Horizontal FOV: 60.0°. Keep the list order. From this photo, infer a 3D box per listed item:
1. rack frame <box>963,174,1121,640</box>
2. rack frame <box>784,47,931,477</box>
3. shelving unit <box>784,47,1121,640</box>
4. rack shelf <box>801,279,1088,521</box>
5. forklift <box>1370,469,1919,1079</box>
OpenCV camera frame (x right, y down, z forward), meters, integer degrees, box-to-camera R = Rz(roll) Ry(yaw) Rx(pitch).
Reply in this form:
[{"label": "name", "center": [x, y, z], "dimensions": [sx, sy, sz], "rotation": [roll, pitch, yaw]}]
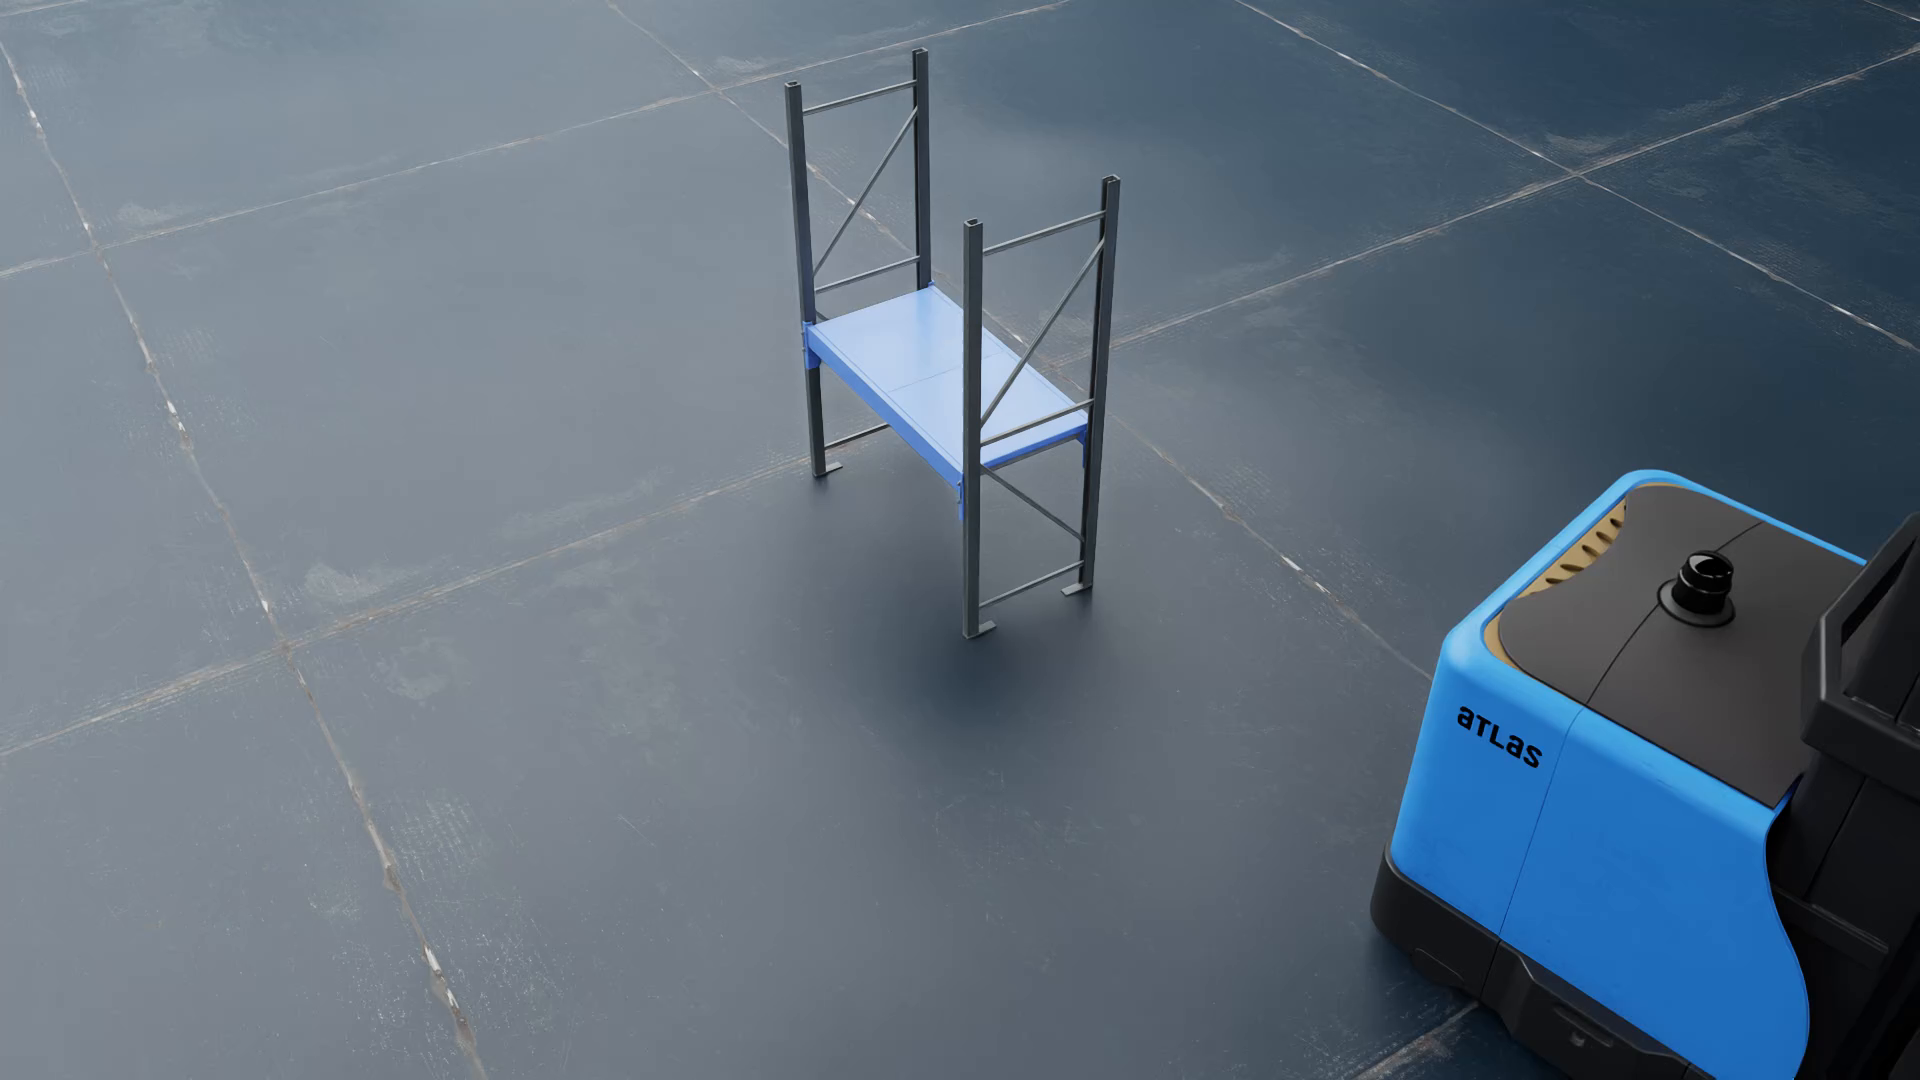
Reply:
[{"label": "rack frame", "center": [0.227, -0.348, 4.996], "dimensions": [0.500, 1.500, 0.032], "rotation": [-22, 45, -24]}, {"label": "rack frame", "center": [-0.319, -0.897, 5.654], "dimensions": [0.500, 1.500, 0.032], "rotation": [-22, 45, -24]}, {"label": "shelving unit", "center": [-0.046, -0.622, 5.325], "dimensions": [0.538, 1.500, 1.048], "rotation": [-22, 45, -24]}, {"label": "rack shelf", "center": [-0.046, -0.484, 5.440], "dimensions": [0.538, 0.185, 1.000], "rotation": [-22, 45, -24]}, {"label": "forklift", "center": [2.499, 0.371, 3.016], "dimensions": [3.031, 2.935, 1.130], "rotation": [32, 49, 33]}]
